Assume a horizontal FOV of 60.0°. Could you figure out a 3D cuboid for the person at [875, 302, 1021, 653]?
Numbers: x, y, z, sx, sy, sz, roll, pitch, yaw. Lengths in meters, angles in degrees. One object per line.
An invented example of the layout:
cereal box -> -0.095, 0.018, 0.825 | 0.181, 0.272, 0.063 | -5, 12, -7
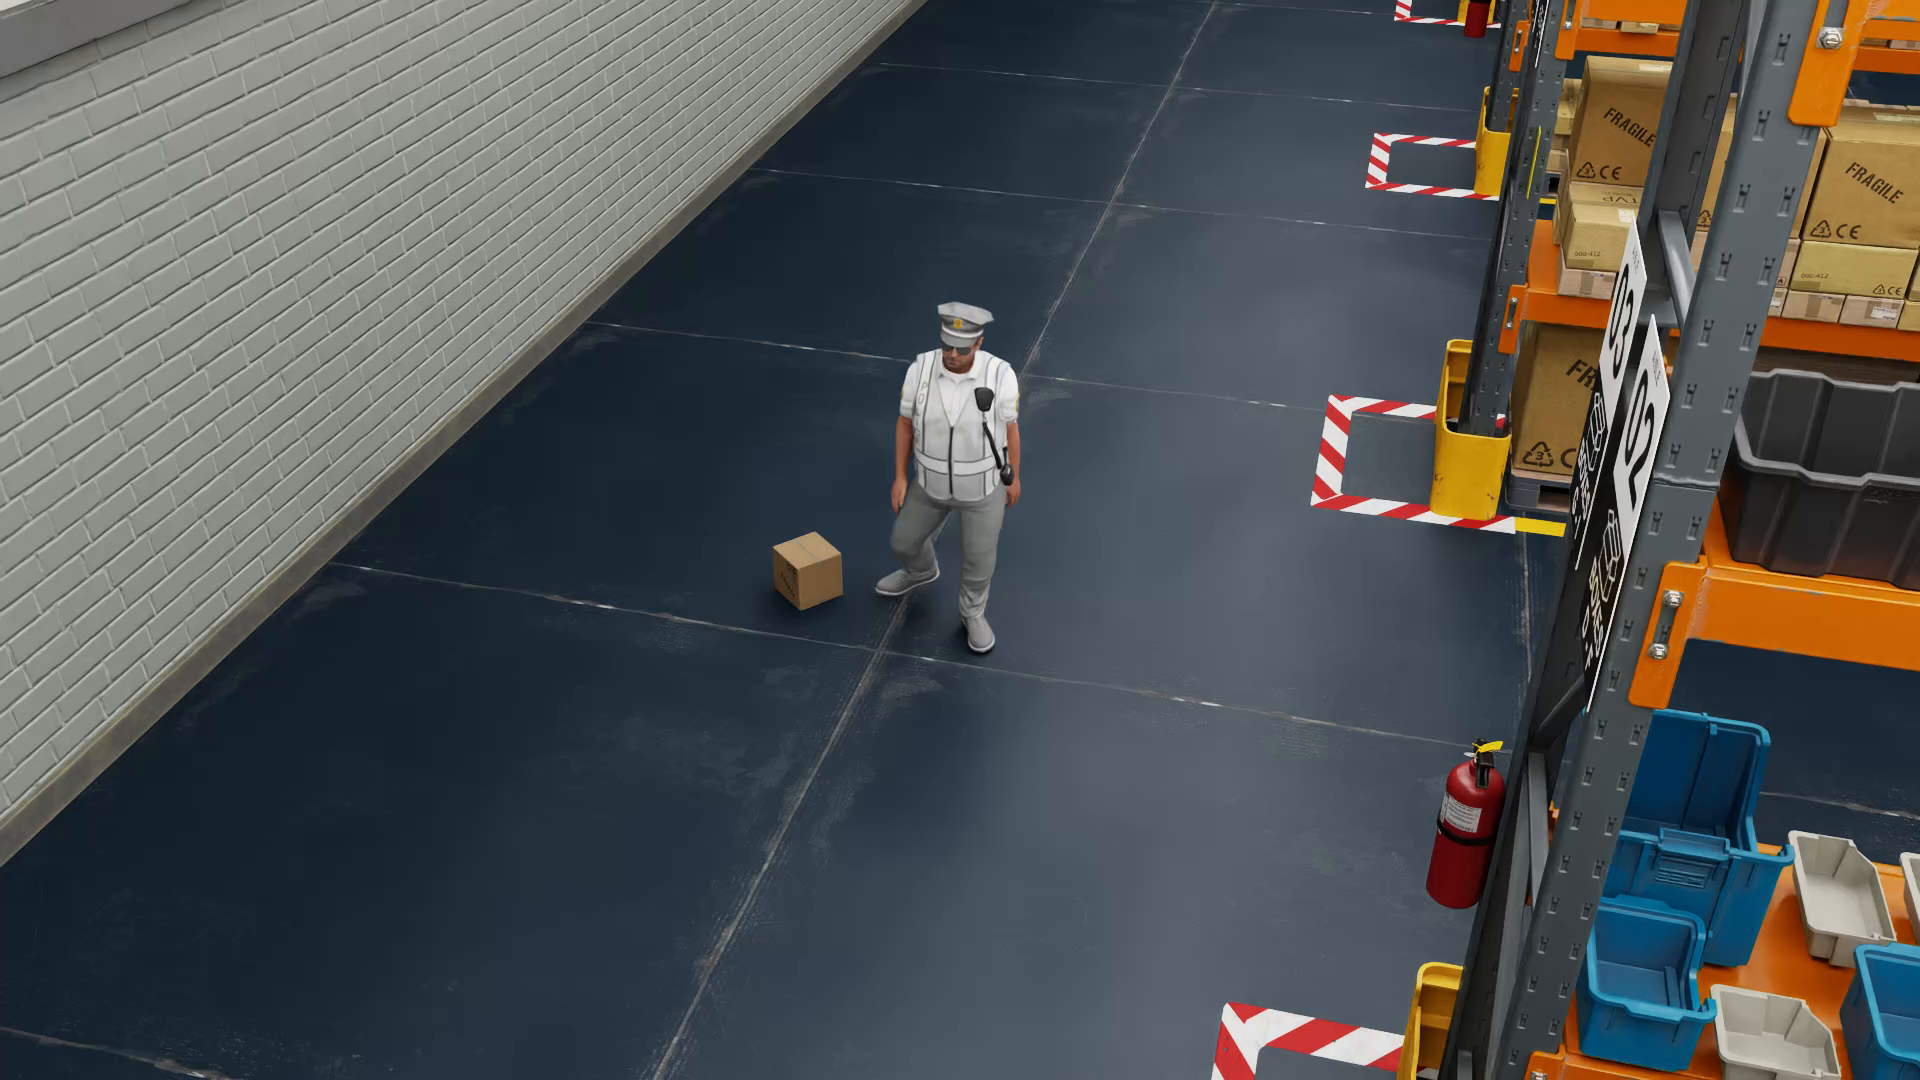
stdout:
person -> -0.091, -0.319, 7.625 | 0.736, 1.743, 0.559 | 7, 33, 11
